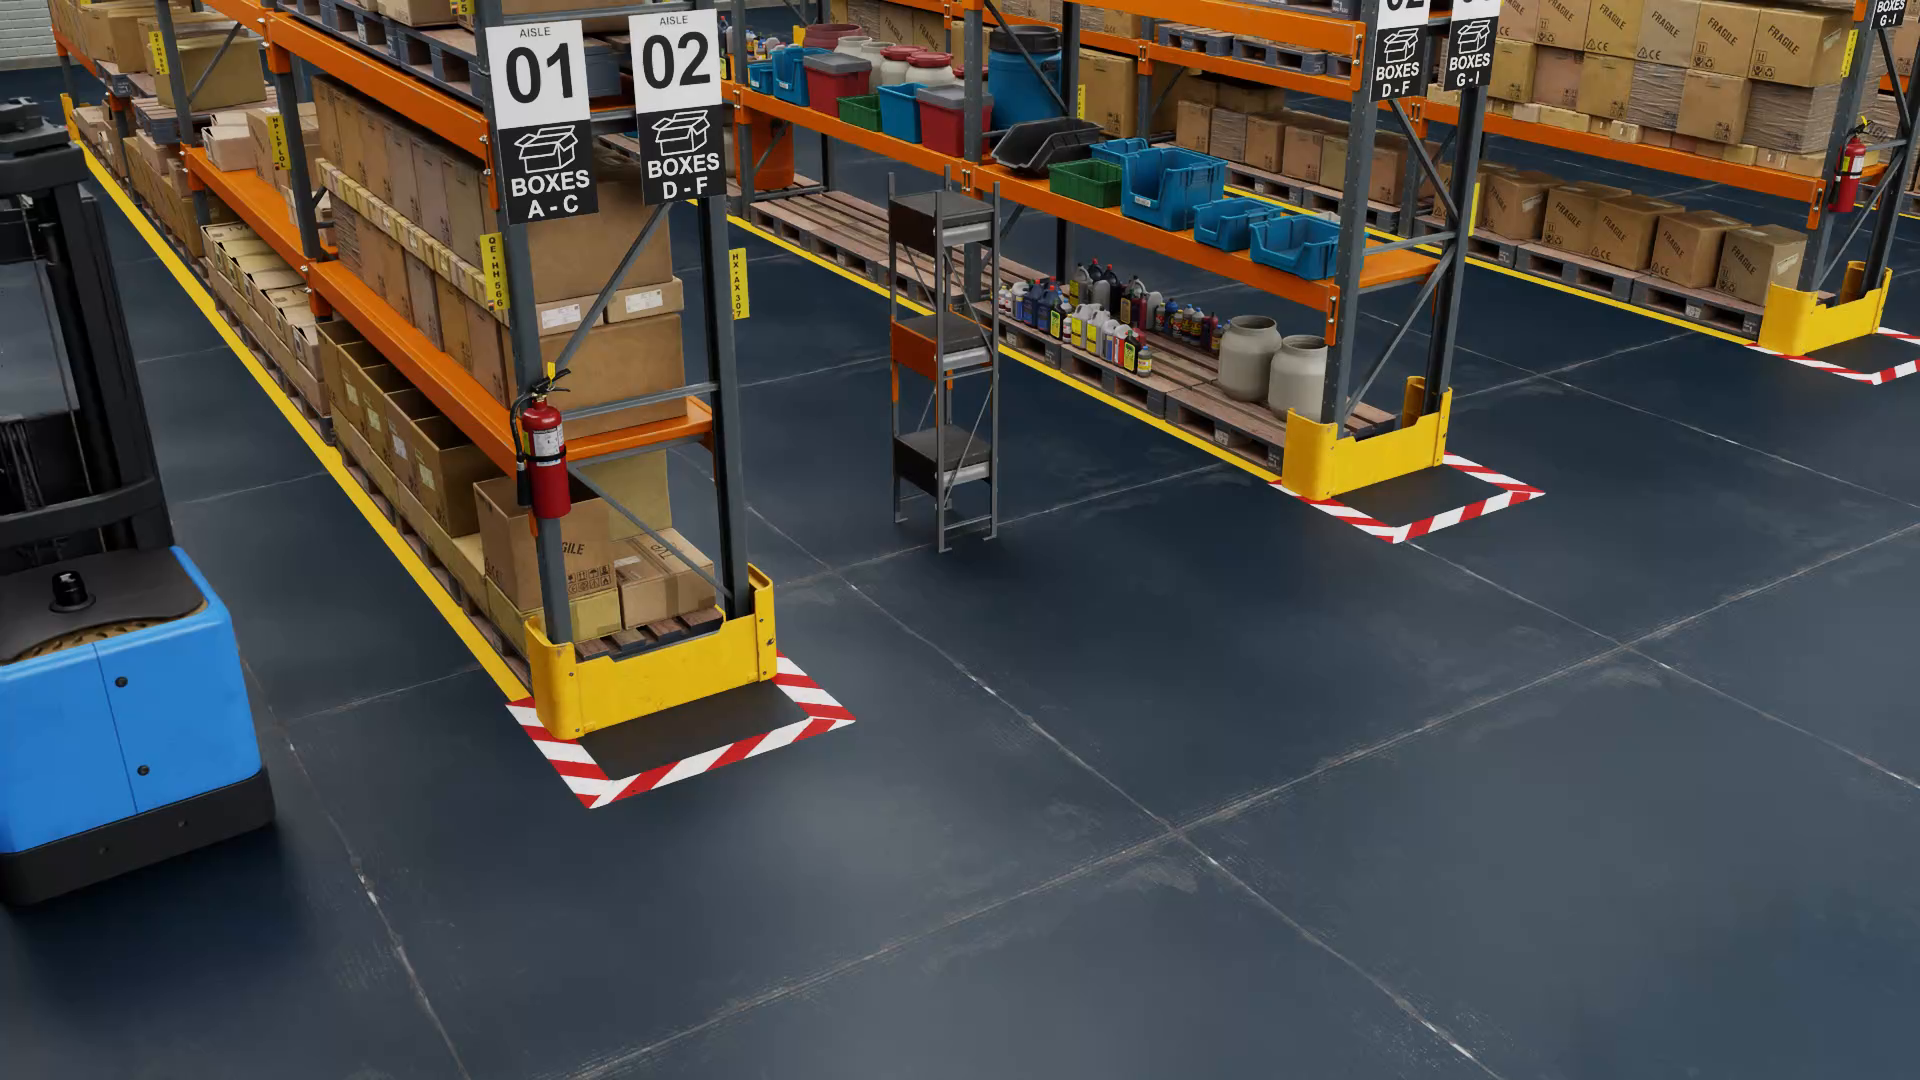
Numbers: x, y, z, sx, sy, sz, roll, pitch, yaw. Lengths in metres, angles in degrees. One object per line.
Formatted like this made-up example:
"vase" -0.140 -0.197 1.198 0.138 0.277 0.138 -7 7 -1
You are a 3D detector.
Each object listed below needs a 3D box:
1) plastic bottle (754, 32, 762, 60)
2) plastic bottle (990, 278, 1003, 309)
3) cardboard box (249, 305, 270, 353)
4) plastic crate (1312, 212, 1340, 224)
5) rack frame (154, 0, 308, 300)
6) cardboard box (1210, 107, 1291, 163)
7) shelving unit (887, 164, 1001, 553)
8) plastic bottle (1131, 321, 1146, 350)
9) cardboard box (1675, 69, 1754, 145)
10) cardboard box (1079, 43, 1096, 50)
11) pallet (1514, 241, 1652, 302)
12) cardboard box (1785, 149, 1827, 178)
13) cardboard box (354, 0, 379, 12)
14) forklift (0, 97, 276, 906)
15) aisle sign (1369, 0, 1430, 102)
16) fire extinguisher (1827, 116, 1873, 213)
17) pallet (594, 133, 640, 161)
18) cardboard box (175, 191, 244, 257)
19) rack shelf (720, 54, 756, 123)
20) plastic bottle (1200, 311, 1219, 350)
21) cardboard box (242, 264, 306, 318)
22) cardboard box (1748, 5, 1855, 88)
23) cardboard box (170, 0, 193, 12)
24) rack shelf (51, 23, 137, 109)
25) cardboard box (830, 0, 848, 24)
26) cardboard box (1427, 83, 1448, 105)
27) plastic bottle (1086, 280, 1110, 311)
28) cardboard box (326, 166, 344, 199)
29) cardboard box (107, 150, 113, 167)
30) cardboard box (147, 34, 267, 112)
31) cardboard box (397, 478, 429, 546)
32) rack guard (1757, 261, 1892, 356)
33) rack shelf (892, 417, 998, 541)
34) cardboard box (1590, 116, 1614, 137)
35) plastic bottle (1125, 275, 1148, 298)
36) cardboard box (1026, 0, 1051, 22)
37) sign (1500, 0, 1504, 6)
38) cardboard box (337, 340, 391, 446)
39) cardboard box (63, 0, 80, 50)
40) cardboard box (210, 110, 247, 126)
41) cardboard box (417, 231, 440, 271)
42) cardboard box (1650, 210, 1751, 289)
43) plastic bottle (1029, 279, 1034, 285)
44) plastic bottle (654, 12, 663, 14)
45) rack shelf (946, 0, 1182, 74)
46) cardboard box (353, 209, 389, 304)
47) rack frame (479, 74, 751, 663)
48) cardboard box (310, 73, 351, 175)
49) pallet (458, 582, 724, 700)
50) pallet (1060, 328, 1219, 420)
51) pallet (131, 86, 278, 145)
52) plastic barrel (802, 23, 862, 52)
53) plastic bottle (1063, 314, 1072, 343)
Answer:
"plastic bottle" -2.081 -5.114 17.207 0.061 0.283 0.133 -16 29 -30
"plastic bottle" 0.288 -1.949 13.045 0.097 0.271 0.097 0 25 0
"cardboard box" -4.971 -1.621 12.398 0.500 0.250 0.500 -15 29 -29
"plastic crate" 2.446 -2.045 10.877 0.298 0.136 0.250 -16 29 -30
"rack frame" -5.854 -3.477 13.603 1.000 3.000 0.127 -16 29 -30
"cardboard box" 3.144 -4.423 18.018 0.700 0.500 0.500 -18 31 -34
"shelving unit" -0.090 -1.009 9.427 0.431 2.100 0.503 -16 29 -30
"plastic bottle" 1.269 -1.416 11.902 0.061 0.283 0.133 -16 29 -30
"cardboard box" 6.164 -3.457 13.094 0.875 0.500 0.500 -16 29 -30
"cardboard box" 1.608 -5.586 20.066 1.225 0.875 0.875 -15 29 -29
"pallet" 5.698 -2.424 14.638 1.003 0.211 1.213 -16 29 -30
"cardboard box" 6.486 -2.864 12.596 0.380 0.149 0.250 -16 29 -30
"cardboard box" -2.640 -2.735 7.964 0.500 0.311 0.500 -12 28 -24
"forklift" -4.201 -0.456 7.284 1.130 2.935 3.031 -18 30 -33
"aisle sign" 2.455 -2.850 9.228 0.394 0.787 0.004 -16 29 -30
"fire extinguisher" 6.491 -2.740 12.131 0.296 0.674 0.183 -16 29 -30
"pallet" -3.500 -4.515 19.066 1.003 0.211 1.213 -16 29 -30
"cardboard box" -6.562 -2.826 14.635 0.500 0.500 0.500 -14 29 -28
"rack shelf" -2.794 -5.021 17.714 1.077 0.370 4.000 -16 29 -30
"plastic bottle" 1.828 -1.546 12.178 0.061 0.283 0.133 -15 29 -29
"cardboard box" -4.963 -1.869 12.268 0.500 0.311 0.500 -16 30 -30
"cardboard box" 6.308 -3.694 12.425 0.500 0.500 0.500 -16 29 -30
"cardboard box" -8.060 -5.640 16.894 0.500 0.500 0.500 -15 29 -28
"rack shelf" -9.130 -5.298 18.302 1.077 0.370 4.000 -16 29 -30
"cardboard box" -1.503 -7.665 24.470 0.875 0.875 0.875 -16 29 -30
"cardboard box" 4.497 -4.093 15.202 0.380 0.149 0.250 -16 29 -30
"plastic bottle" 1.069 -1.892 12.919 0.152 0.276 0.135 -16 29 -30
"cardboard box" -3.549 -2.154 9.923 0.380 0.149 0.250 -15 29 -29
"cardboard box" -8.842 -4.076 17.694 0.380 0.149 0.250 -16 29 -30
"cardboard box" -6.293 -3.912 13.913 0.500 0.500 0.700 18 31 33
"cardboard box" -2.856 -0.219 9.430 0.500 0.250 0.500 -16 29 -30
"rack guard" 6.773 -1.820 13.020 1.175 0.500 0.348 -16 29 -30
"rack shelf" -0.090 -0.363 9.732 0.431 0.518 0.480 -16 29 -30
"cardboard box" 5.501 -3.481 13.905 0.380 0.149 0.250 -16 29 -30
"plastic bottle" 1.356 -1.854 12.750 0.144 0.351 0.185 -16 29 -30
"cardboard box" 1.140 -6.496 19.879 0.500 0.500 0.500 -15 29 -29
"sign" 3.128 -3.256 9.610 0.100 0.325 0.005 -16 29 -30
"cardboard box" -3.400 -0.917 10.028 0.500 0.500 0.500 -16 29 -30
"cardboard box" -9.371 -5.621 18.027 0.500 0.500 0.500 -15 29 -29
"cardboard box" -5.692 -3.297 13.325 0.500 0.311 0.500 -14 28 -26
"cardboard box" -2.563 -1.510 8.557 0.380 0.149 0.250 -15 29 -28
"cardboard box" 6.133 -2.416 13.790 0.500 0.500 0.500 -8 26 -16
"plastic bottle" 0.576 -1.870 12.864 0.061 0.283 0.133 -16 29 -30
"plastic bottle" -3.400 -5.939 18.963 0.152 0.276 0.135 -16 29 -30
"rack shelf" 1.356 -6.175 20.159 1.077 0.370 4.000 -16 29 -30
"cardboard box" -3.130 -1.748 9.821 0.700 0.500 0.500 -16 30 -30
"rack frame" -1.487 -0.616 7.541 1.000 3.000 0.127 -16 29 -30
"cardboard box" -3.423 -2.521 9.941 0.700 0.500 0.500 -15 29 -29
"pallet" -1.940 0.381 8.695 1.003 0.211 1.213 -16 29 -30
"pallet" 1.483 -1.252 12.155 1.003 0.211 1.213 -16 29 -30
"pallet" -6.283 -3.617 14.123 1.213 0.211 1.003 -16 29 -30
"plastic barrel" -1.195 -4.597 15.814 0.600 0.536 0.708 -16 29 -30
"plastic bottle" 0.812 -1.574 12.332 0.097 0.201 0.097 0 25 0
